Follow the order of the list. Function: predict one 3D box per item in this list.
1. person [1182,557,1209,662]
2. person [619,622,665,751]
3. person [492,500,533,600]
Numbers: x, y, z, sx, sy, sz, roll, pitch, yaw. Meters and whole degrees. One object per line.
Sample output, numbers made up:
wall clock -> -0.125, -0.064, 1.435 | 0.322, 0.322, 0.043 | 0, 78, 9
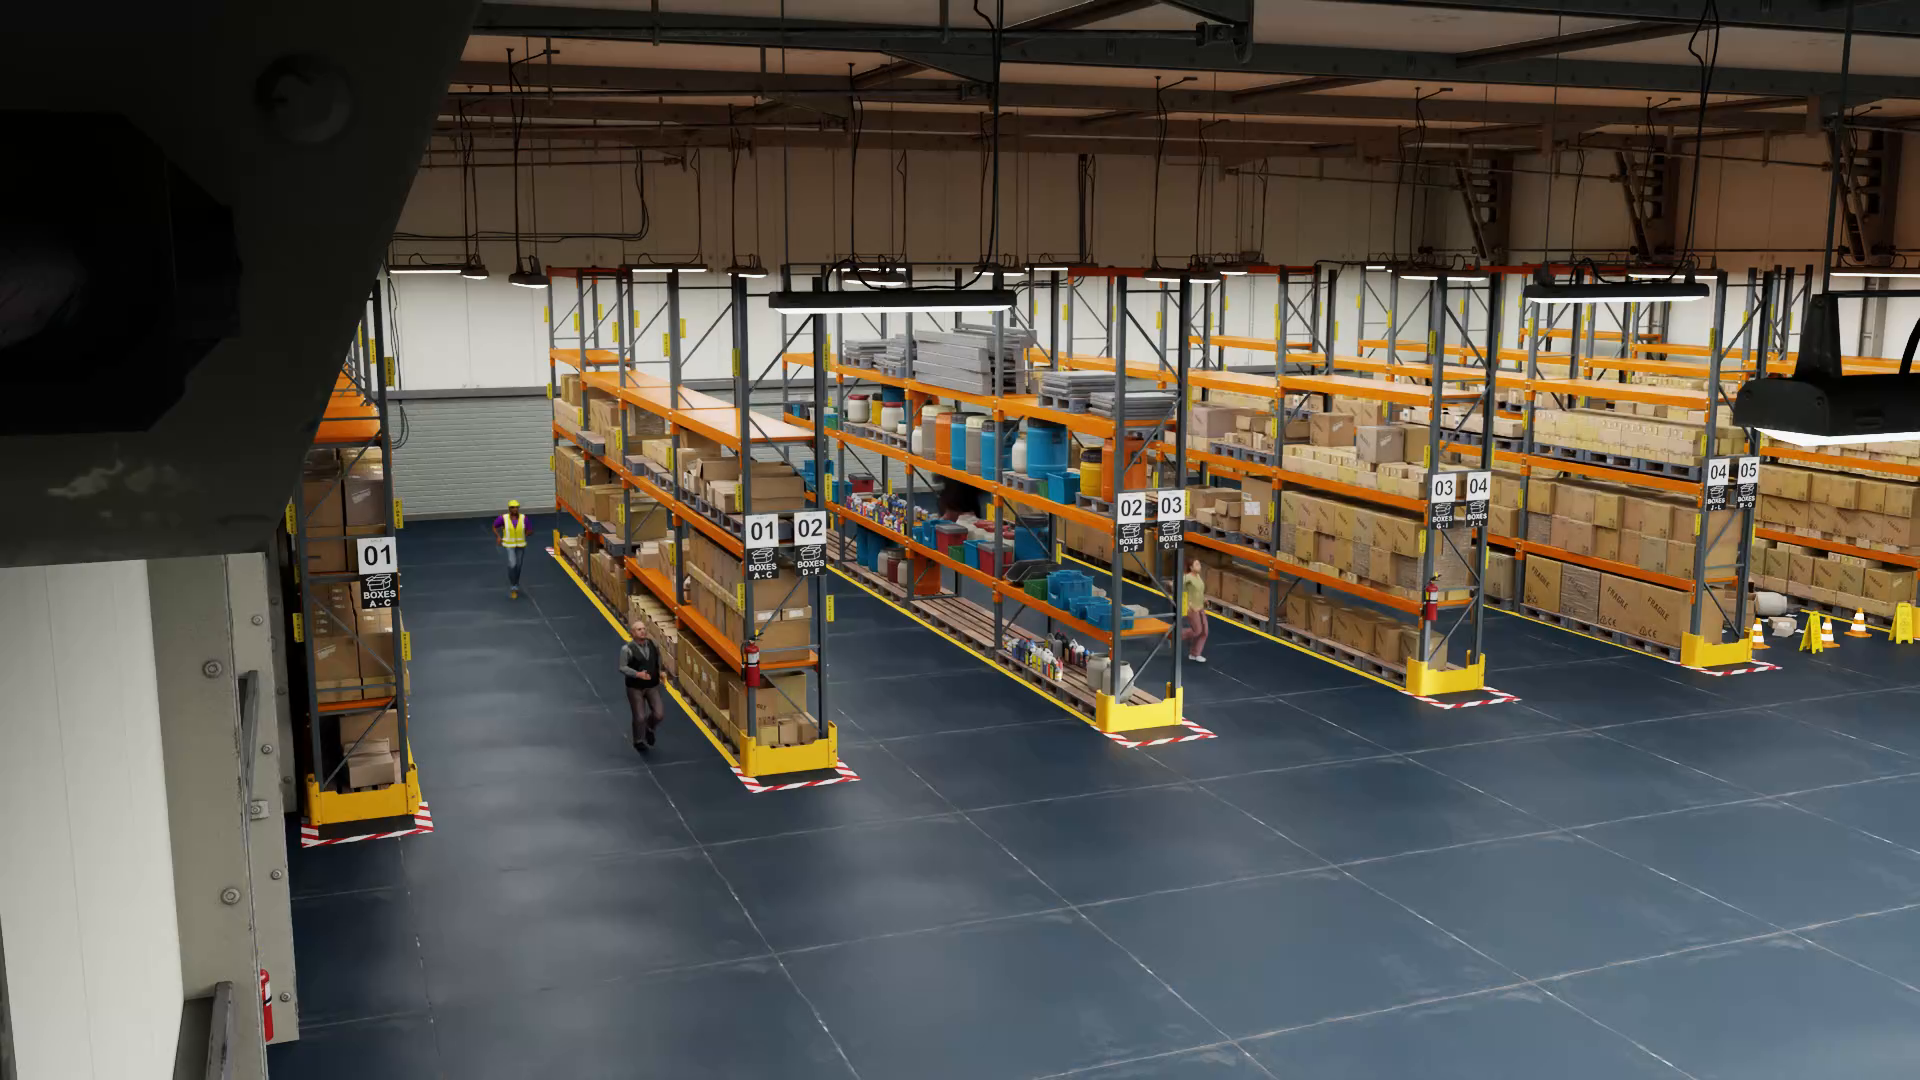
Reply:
person -> 3.599, 1.062, 25.916 | 0.624, 1.629, 0.585 | 9, 13, 41
person -> -3.984, 1.867, 21.046 | 0.643, 1.682, 0.603 | -6, 12, -32
person -> -8.204, 0.162, 30.657 | 0.674, 1.832, 0.785 | -6, 11, -30
